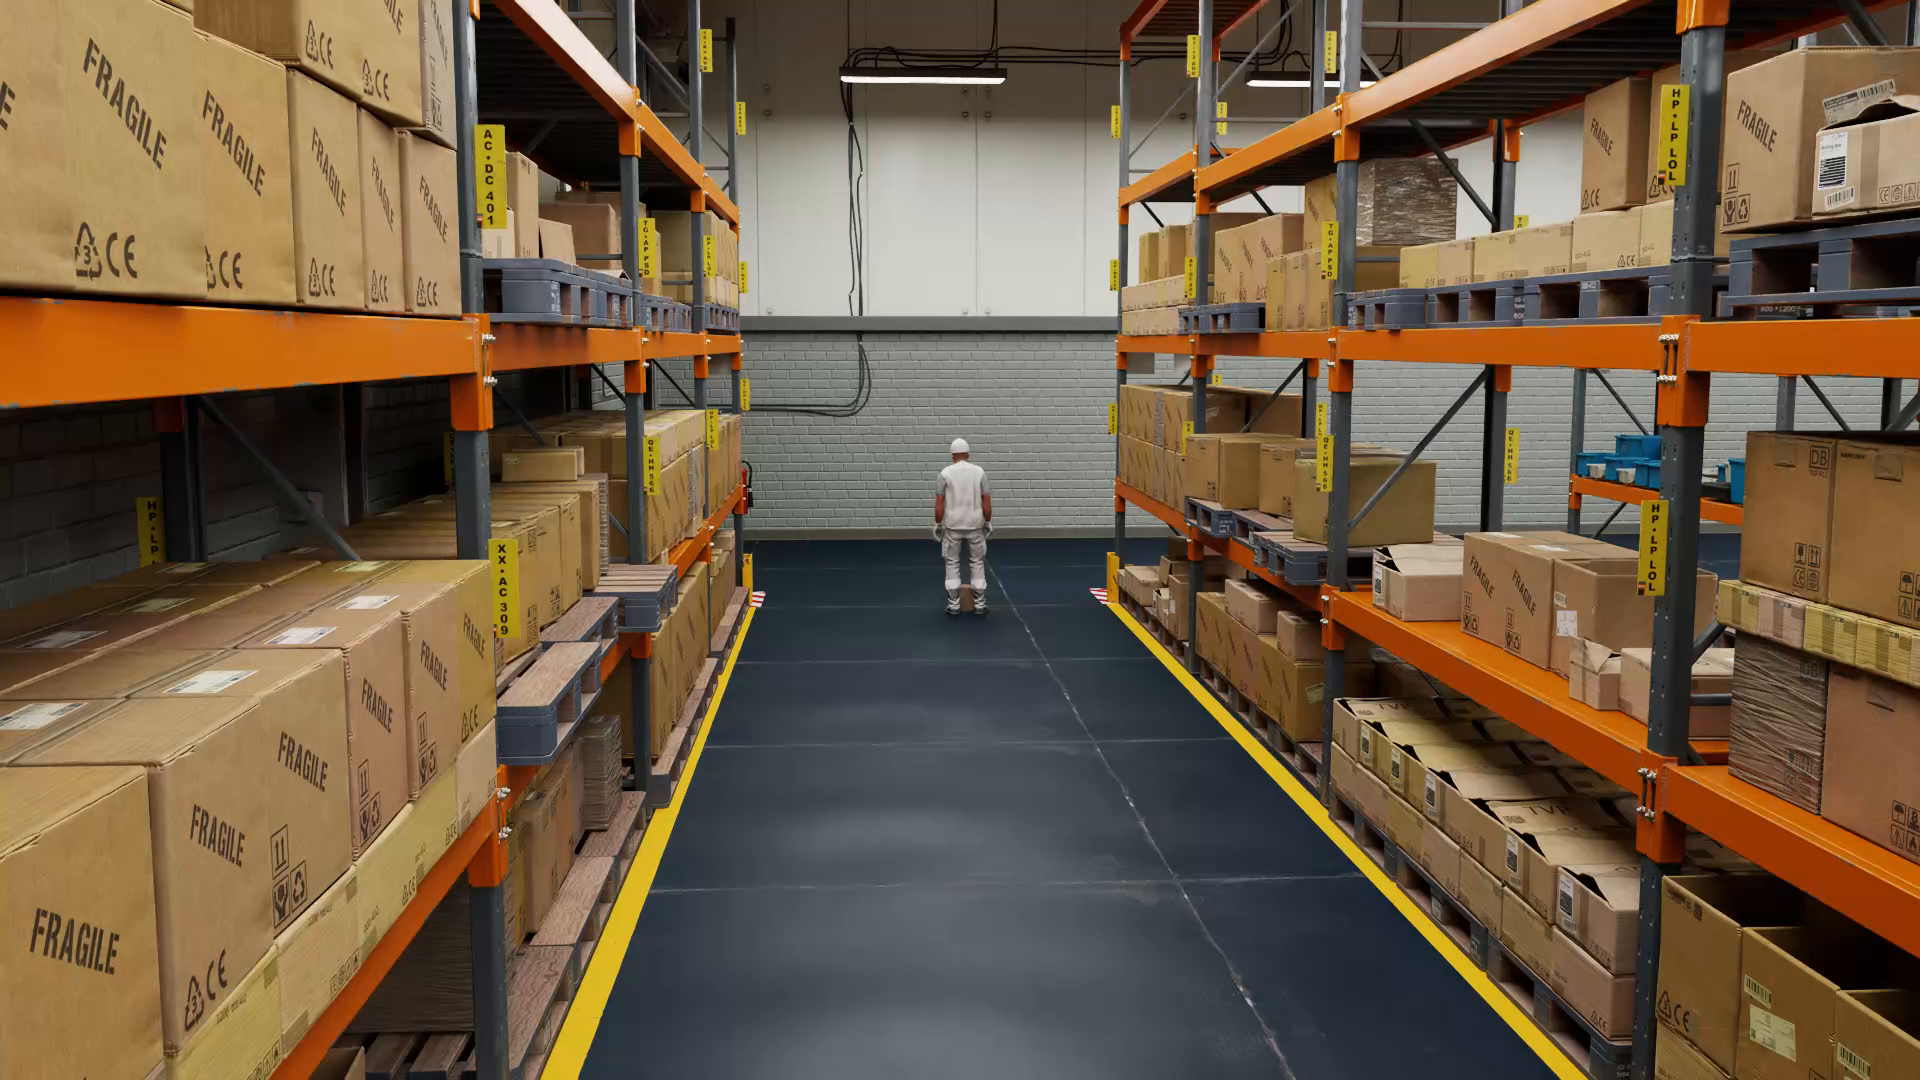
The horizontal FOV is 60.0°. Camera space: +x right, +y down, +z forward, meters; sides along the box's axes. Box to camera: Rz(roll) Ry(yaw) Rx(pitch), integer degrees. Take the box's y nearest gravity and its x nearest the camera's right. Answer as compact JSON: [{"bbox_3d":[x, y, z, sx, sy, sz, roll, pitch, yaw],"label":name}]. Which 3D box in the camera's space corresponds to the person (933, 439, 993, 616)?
[{"bbox_3d":[0.029,-0.133,16.808,0.607,1.777,0.454,-1,7,-6],"label":"person"}]
